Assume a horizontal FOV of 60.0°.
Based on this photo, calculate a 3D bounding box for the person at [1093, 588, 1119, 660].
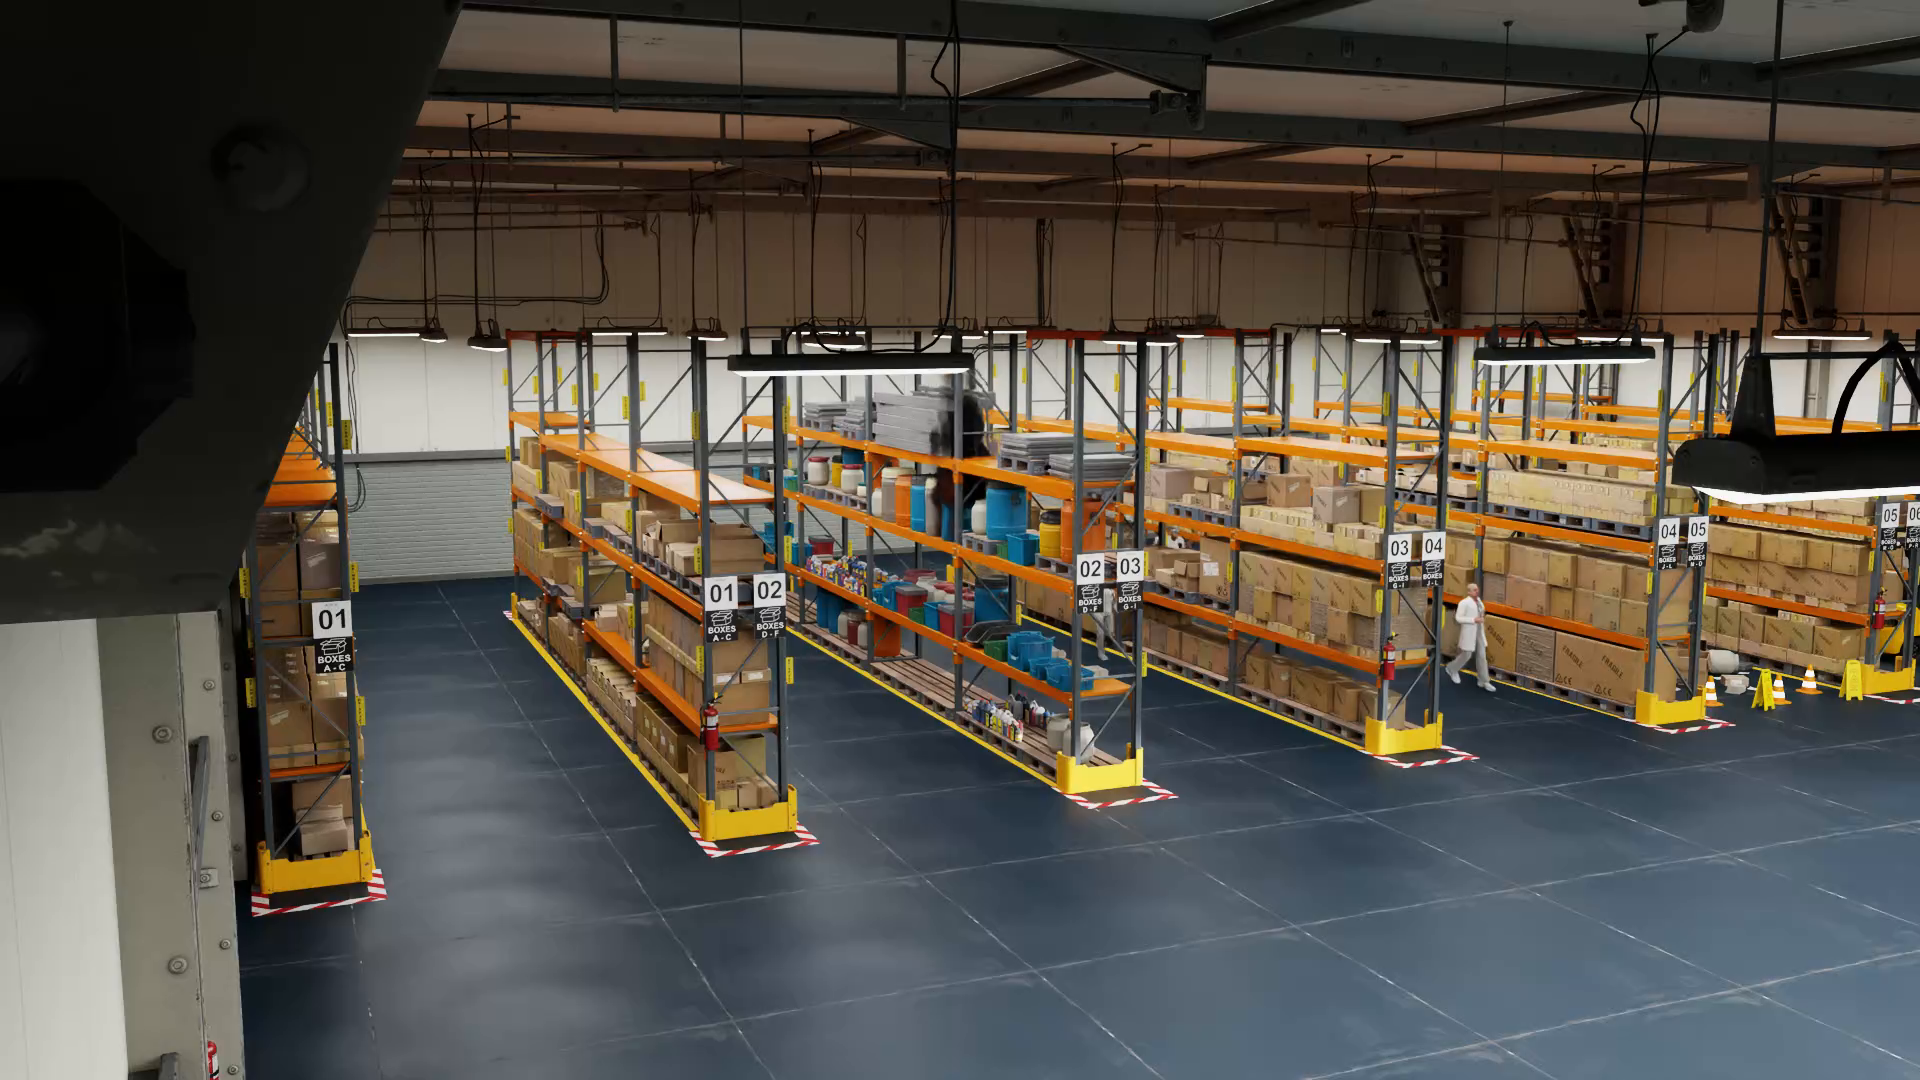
[{"bbox_3d":[2.515,1.273,29.157,0.616,1.661,0.470,-3,8,-19],"label":"person"}]

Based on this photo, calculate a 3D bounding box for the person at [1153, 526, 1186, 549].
[{"bbox_3d":[4.559,0.546,36.366,0.655,1.800,0.965,-4,9,-29],"label":"person"}]

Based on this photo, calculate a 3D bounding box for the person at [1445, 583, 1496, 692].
[{"bbox_3d":[8.638,1.608,28.073,0.711,1.771,1.034,-4,9,-29],"label":"person"}]

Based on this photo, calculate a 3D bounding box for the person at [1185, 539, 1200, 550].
[{"bbox_3d":[6.008,-0.115,41.456,0.782,1.689,0.592,5,9,31],"label":"person"}]

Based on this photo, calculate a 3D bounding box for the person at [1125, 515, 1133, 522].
[{"bbox_3d":[3.862,0.268,38.522,0.560,1.725,0.663,-3,8,-19],"label":"person"}]
